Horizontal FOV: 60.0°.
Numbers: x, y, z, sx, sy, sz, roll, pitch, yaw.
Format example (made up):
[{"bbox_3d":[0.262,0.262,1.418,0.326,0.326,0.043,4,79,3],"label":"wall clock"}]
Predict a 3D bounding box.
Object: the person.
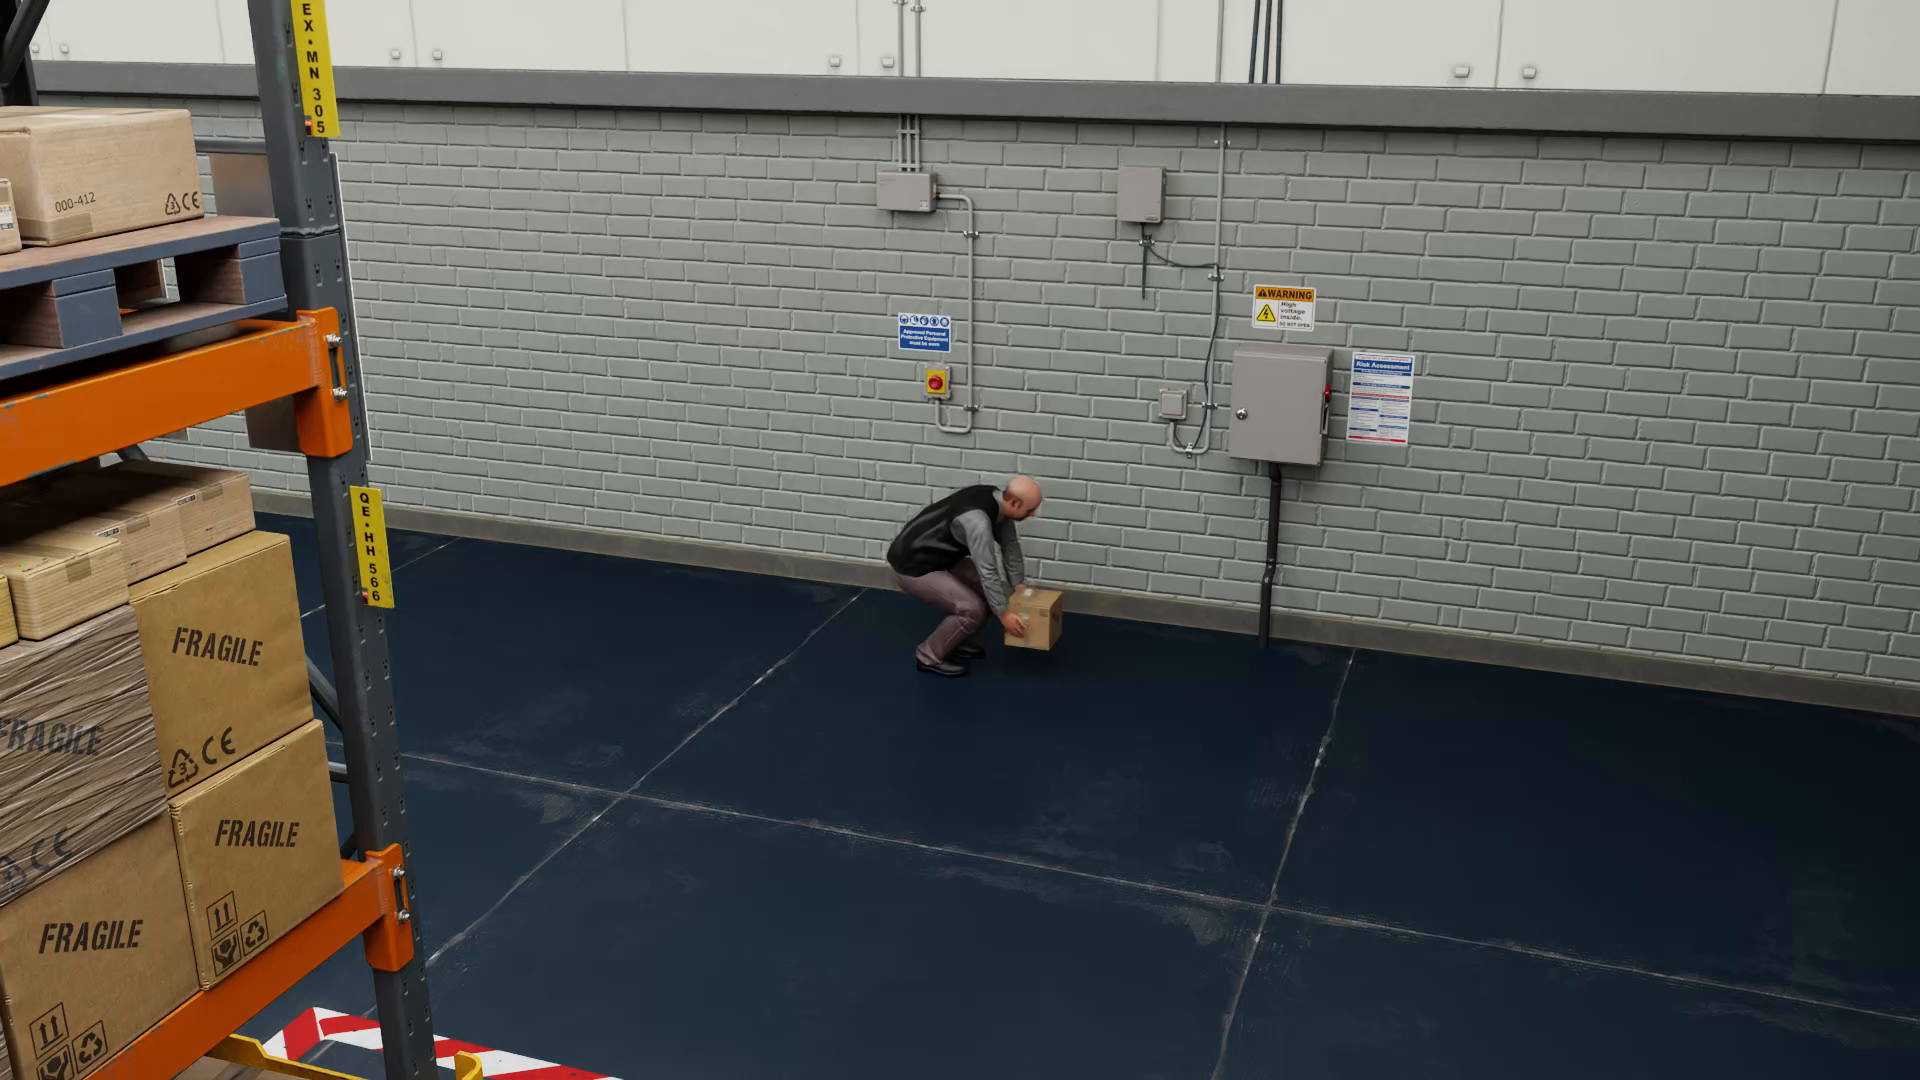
[{"bbox_3d":[0.037,0.160,9.100,0.824,1.104,0.560,6,20,18],"label":"person"}]
